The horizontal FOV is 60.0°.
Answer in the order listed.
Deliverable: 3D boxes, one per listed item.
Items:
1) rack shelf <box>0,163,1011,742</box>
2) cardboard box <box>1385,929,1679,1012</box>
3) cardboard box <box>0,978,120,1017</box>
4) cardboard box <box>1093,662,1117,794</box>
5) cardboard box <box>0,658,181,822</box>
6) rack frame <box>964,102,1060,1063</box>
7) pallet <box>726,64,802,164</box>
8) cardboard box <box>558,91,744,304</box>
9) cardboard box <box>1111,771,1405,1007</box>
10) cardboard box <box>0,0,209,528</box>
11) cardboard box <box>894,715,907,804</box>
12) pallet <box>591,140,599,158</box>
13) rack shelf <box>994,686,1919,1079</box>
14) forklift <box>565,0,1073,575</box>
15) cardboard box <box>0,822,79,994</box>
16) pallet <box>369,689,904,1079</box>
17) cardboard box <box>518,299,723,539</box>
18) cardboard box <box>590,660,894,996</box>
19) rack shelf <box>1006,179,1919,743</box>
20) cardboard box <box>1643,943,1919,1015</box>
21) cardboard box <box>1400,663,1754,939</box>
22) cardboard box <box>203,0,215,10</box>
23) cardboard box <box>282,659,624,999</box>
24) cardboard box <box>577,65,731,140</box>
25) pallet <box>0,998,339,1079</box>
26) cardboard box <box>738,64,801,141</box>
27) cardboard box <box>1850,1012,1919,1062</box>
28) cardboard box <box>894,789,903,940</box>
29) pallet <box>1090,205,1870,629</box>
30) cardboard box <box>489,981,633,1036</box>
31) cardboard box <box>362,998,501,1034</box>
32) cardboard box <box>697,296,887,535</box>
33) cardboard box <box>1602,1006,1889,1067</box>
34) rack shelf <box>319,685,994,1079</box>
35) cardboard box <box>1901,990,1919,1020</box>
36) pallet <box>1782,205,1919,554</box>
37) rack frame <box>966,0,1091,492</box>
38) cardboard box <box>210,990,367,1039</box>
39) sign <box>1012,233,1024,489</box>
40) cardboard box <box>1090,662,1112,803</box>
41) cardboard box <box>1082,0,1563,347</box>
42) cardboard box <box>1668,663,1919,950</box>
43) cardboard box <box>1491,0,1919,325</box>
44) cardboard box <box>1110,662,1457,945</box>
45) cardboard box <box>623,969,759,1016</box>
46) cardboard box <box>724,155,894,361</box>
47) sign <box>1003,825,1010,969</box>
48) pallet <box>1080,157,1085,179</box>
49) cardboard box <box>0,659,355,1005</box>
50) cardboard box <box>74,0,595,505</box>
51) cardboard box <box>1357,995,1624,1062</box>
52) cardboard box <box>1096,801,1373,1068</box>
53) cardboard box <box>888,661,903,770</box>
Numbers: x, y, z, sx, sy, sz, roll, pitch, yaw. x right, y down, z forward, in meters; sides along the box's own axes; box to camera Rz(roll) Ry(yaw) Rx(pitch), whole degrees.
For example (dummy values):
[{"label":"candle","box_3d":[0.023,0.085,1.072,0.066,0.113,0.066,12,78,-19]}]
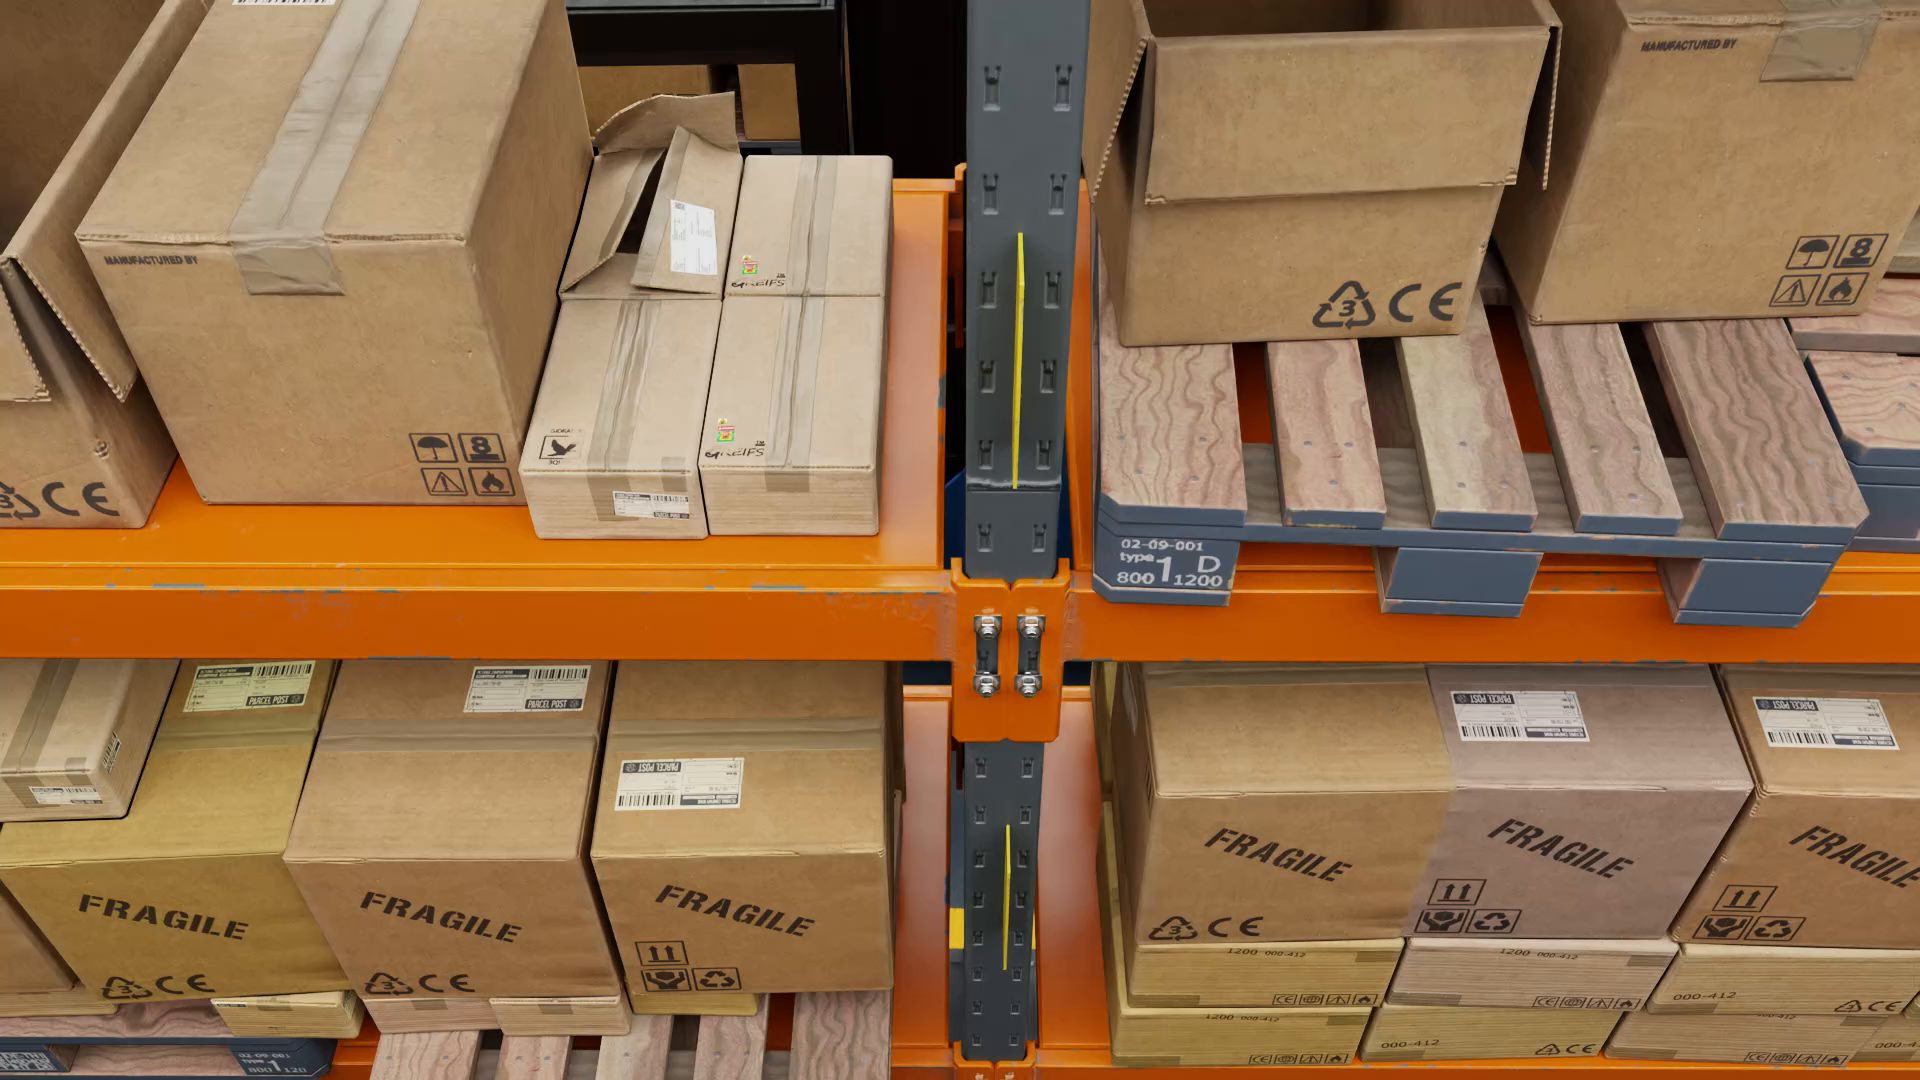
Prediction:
[{"label":"rack shelf","box_3d":[-1.927,-0.191,2.820,4.000,0.370,1.077,0,47,0]},{"label":"cardboard box","box_3d":[1.096,0.657,3.350,0.500,0.250,0.500,1,47,1]},{"label":"cardboard box","box_3d":[-1.805,0.759,3.379,0.250,0.149,0.380,-1,47,-1]},{"label":"cardboard box","box_3d":[0.558,0.288,3.694,0.500,0.250,0.500,0,47,0]},{"label":"cardboard box","box_3d":[-1.564,0.294,2.925,0.250,0.149,0.380,-2,47,-2]},{"label":"rack frame","box_3d":[0.073,0.592,3.650,0.127,3.000,1.000,0,47,0]},{"label":"pallet","box_3d":[-0.798,-2.139,8.097,1.213,0.211,1.003,0,47,0]},{"label":"cardboard box","box_3d":[-0.497,-0.511,2.719,0.258,0.266,0.396,0,47,0]},{"label":"cardboard box","box_3d":[0.579,0.655,3.352,0.500,0.250,0.500,0,47,0]},{"label":"cardboard box","box_3d":[-1.452,-0.449,2.499,0.637,0.503,0.797,0,47,0]},{"label":"cardboard box","box_3d":[-0.251,0.397,3.716,0.250,0.149,0.380,-2,47,-2]},{"label":"pallet","box_3d":[-2.015,-2.145,8.102,1.213,0.211,1.003,0,47,0]},{"label":"rack shelf","box_3d":[2.073,0.842,3.908,4.000,0.370,1.077,0,47,0]},{"label":"forklift","box_3d":[-0.630,-0.986,5.166,3.031,2.935,1.130,-1,47,-1]},{"label":"cardboard box","box_3d":[-1.950,0.519,3.159,0.500,0.500,0.500,-2,47,-1]},{"label":"pallet","box_3d":[-0.640,0.733,3.649,1.003,0.211,1.213,0,47,0]},{"label":"cardboard box","box_3d":[-0.491,-0.187,2.497,0.250,0.149,0.380,0,47,0]},{"label":"cardboard box","box_3d":[-0.383,0.515,3.163,0.500,0.500,0.500,-1,47,-1]},{"label":"rack shelf","box_3d":[2.073,-0.180,2.810,4.000,0.370,1.077,0,47,0]},{"label":"cardboard box","box_3d":[1.594,0.667,3.341,0.500,0.250,0.500,0,47,0]},{"label":"cardboard box","box_3d":[1.061,0.392,3.085,0.500,0.500,0.500,0,47,0]},{"label":"cardboard box","box_3d":[-3.389,-2.484,7.762,0.750,0.750,1.050,0,47,0]},{"label":"cardboard box","box_3d":[-0.900,0.522,3.156,0.500,0.500,0.500,-1,47,0]},{"label":"cardboard box","box_3d":[-1.492,-2.476,7.755,0.750,0.750,1.050,1,47,1]},{"label":"pallet","box_3d":[-1.907,0.682,3.697,1.213,0.211,1.003,0,47,0]},{"label":"cardboard box","box_3d":[-0.618,-2.476,7.755,0.750,0.750,1.050,0,47,0]},{"label":"cardboard box","box_3d":[2.093,0.821,3.539,0.500,0.250,0.500,0,47,0]},{"label":"cardboard box","box_3d":[-0.256,0.706,3.429,0.250,0.149,0.380,2,47,2]},{"label":"pallet","box_3d":[0.717,-0.403,2.656,1.003,0.211,1.213,2,47,2]},{"label":"cardboard box","box_3d":[-0.776,0.790,3.350,0.250,0.149,0.380,0,47,0]},{"label":"cardboard box","box_3d":[-1.028,0.783,3.356,0.250,0.149,0.380,-2,47,-2]},{"label":"cardboard box","box_3d":[-0.243,-0.192,2.502,0.250,0.149,0.380,0,47,0]},{"label":"cardboard box","box_3d":[1.600,0.822,3.538,0.500,0.250,0.500,2,47,1]},{"label":"rack shelf","box_3d":[-1.927,0.831,3.918,4.000,0.370,1.077,0,47,0]},{"label":"cardboard box","box_3d":[2.101,0.678,3.330,0.500,0.250,0.500,1,47,1]},{"label":"pallet","box_3d":[1.835,-0.402,2.655,1.213,0.211,1.003,2,47,2]},{"label":"rack frame","box_3d":[0.073,-1.452,1.454,0.127,3.000,1.000,0,47,0]},{"label":"cardboard box","box_3d":[-1.303,0.793,3.348,0.250,0.149,0.380,1,47,1]},{"label":"sign","box_3d":[0.069,-0.209,1.993,0.005,0.325,0.100,0,47,0]},{"label":"cardboard box","box_3d":[0.580,0.454,3.881,0.500,0.250,0.500,-1,47,-1]},{"label":"cardboard box","box_3d":[0.451,-0.718,2.462,0.637,0.503,0.797,-2,47,-2]},{"label":"cardboard box","box_3d":[1.579,0.404,3.073,0.500,0.500,0.500,1,47,1]},{"label":"cardboard box","box_3d":[1.064,-0.744,2.489,0.500,0.500,0.700,-2,47,-2]},{"label":"cardboard box","box_3d":[0.565,0.397,3.080,0.500,0.500,0.500,-1,47,-1]},{"label":"cardboard box","box_3d":[-0.524,0.758,3.380,0.250,0.149,0.380,1,47,1]},{"label":"cardboard box","box_3d":[-0.241,-0.470,2.761,0.250,0.149,0.380,0,47,0]},{"label":"sign","box_3d":[0.080,0.621,2.885,0.005,0.325,0.100,0,47,0]},{"label":"pallet","box_3d":[0.772,-2.079,8.041,1.213,0.211,1.003,0,47,0]},{"label":"cardboard box","box_3d":[-1.404,0.522,3.157,0.500,0.500,0.500,-3,47,-3]},{"label":"cardboard box","box_3d":[-0.875,-0.474,2.525,0.500,0.500,0.700,0,47,0]},{"label":"cardboard box","box_3d":[1.075,0.817,3.543,0.500,0.250,0.500,-1,47,-1]},{"label":"cardboard box","box_3d":[0.561,0.828,3.532,0.500,0.250,0.500,-1,47,-1]},{"label":"cardboard box","box_3d":[-0.376,0.143,3.510,0.500,0.500,0.500,-1,47,-1]}]
